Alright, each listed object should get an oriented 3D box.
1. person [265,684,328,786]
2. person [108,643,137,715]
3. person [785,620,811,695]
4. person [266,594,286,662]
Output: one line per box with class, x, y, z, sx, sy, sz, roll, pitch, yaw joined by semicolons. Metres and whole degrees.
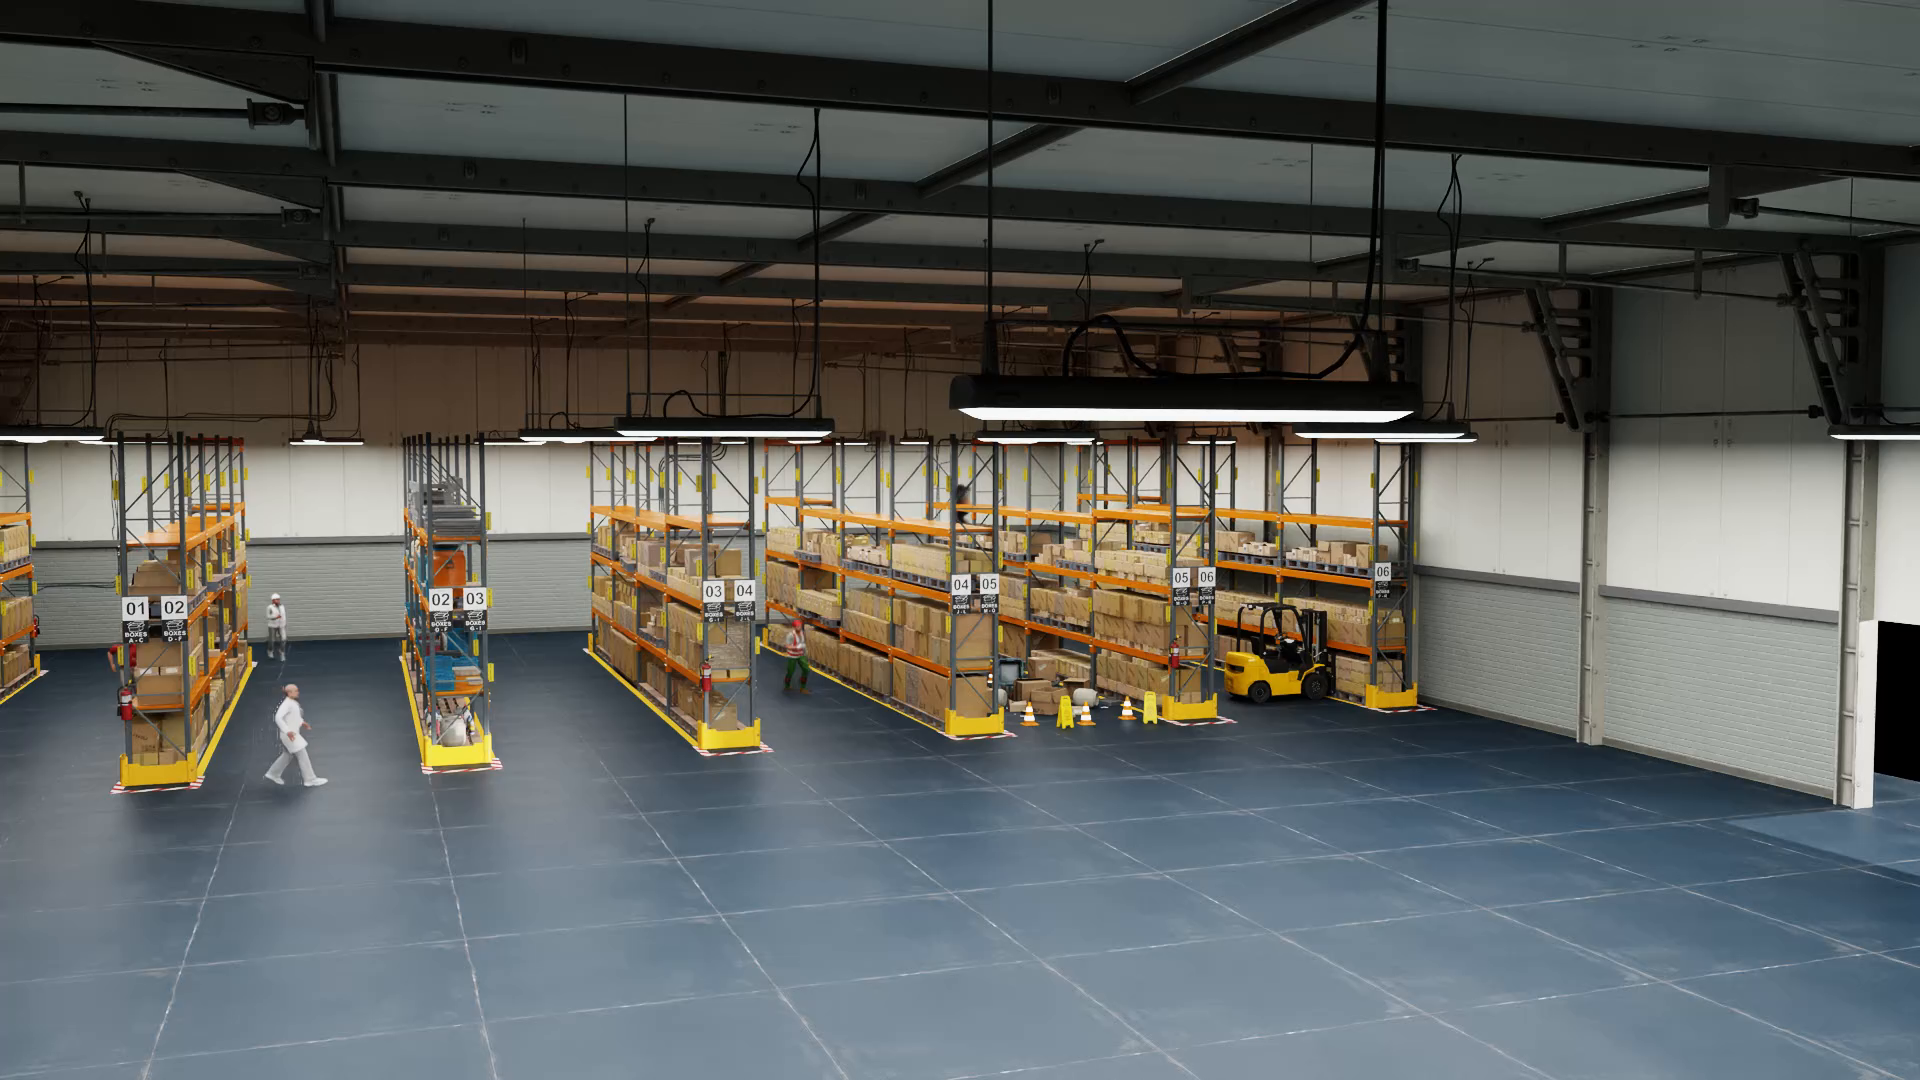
person;-11.134;3.279;27.811;1.003;1.762;0.833;-1;3;-16
person;-17.979;2.893;35.939;0.762;1.799;0.730;-1;3;-25
person;-3.808;2.720;38.595;0.682;1.760;0.918;-2;4;-37
person;-18.399;2.358;44.745;0.605;1.832;0.851;-3;4;-42
